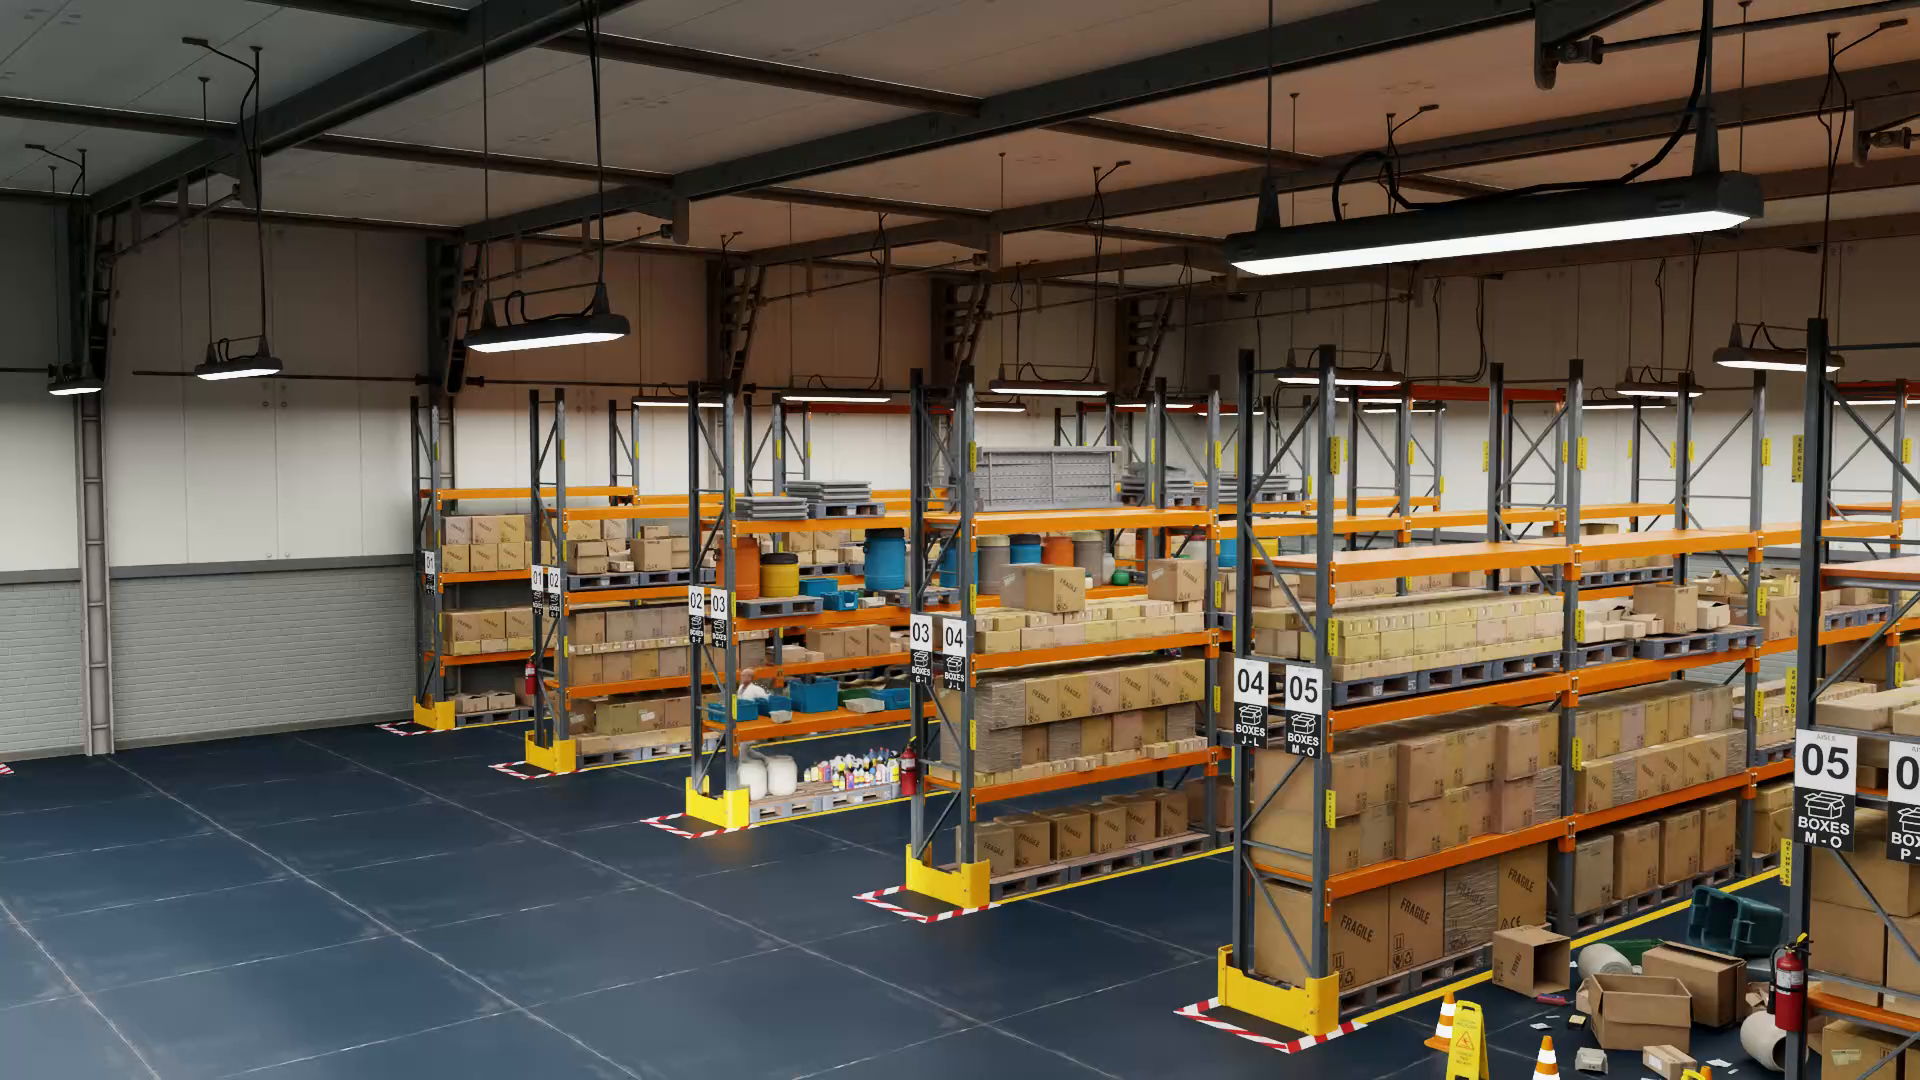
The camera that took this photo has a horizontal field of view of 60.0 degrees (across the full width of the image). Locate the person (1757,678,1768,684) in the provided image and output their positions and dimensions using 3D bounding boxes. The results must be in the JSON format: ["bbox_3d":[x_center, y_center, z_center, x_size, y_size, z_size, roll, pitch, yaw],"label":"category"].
[{"bbox_3d":[11.951,2.880,24.748,0.674,1.657,0.640,-2,4,-32],"label":"person"}]

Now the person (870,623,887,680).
[{"bbox_3d":[-1.516,2.441,32.955,0.674,1.596,0.540,-2,4,-32],"label":"person"}]

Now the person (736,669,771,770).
[{"bbox_3d":[-3.145,2.814,25.025,0.836,1.775,0.737,-3,5,-42],"label":"person"}]
